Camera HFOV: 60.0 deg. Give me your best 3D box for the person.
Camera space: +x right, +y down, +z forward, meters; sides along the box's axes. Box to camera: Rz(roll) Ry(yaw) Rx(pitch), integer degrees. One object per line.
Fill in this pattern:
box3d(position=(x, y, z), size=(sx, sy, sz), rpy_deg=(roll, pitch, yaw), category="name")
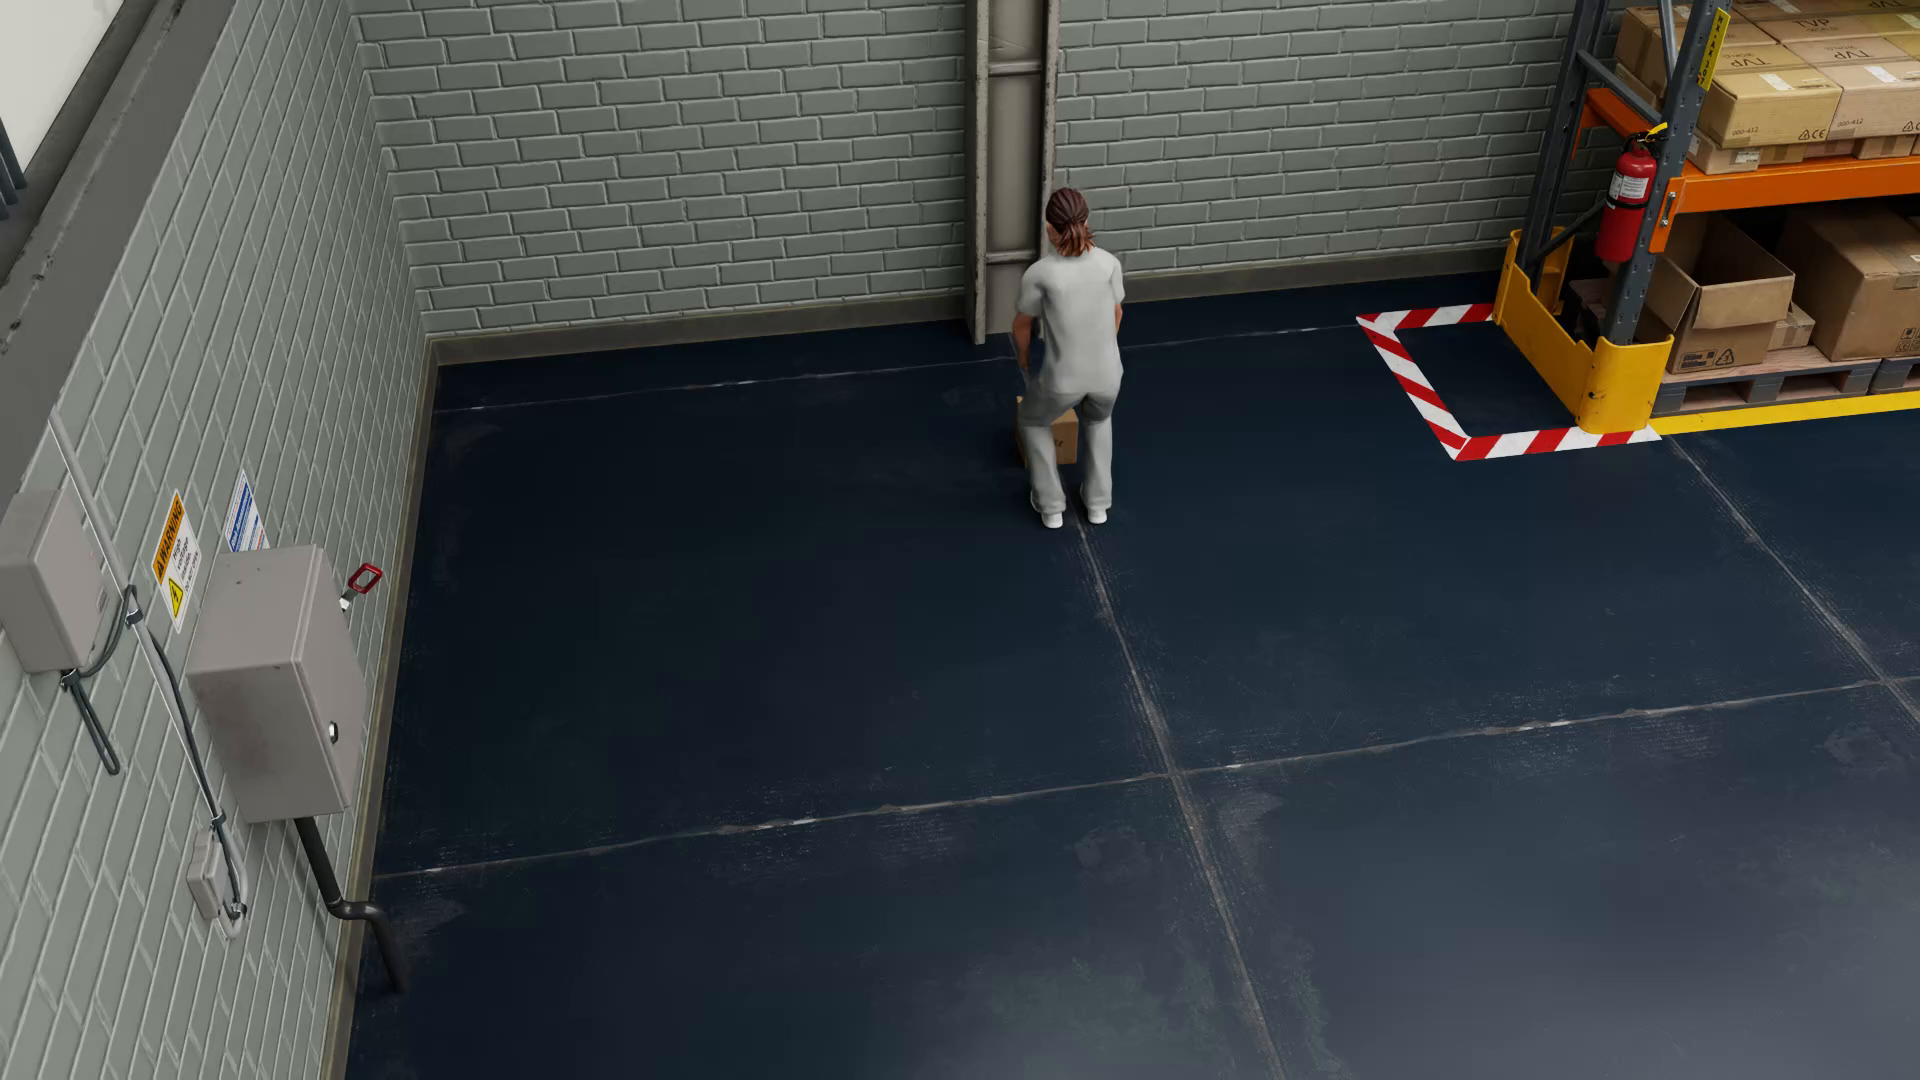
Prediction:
box3d(position=(0.466, -0.752, 7.208), size=(0.480, 1.536, 0.511), rpy_deg=(-6, 39, -7), category="person")
